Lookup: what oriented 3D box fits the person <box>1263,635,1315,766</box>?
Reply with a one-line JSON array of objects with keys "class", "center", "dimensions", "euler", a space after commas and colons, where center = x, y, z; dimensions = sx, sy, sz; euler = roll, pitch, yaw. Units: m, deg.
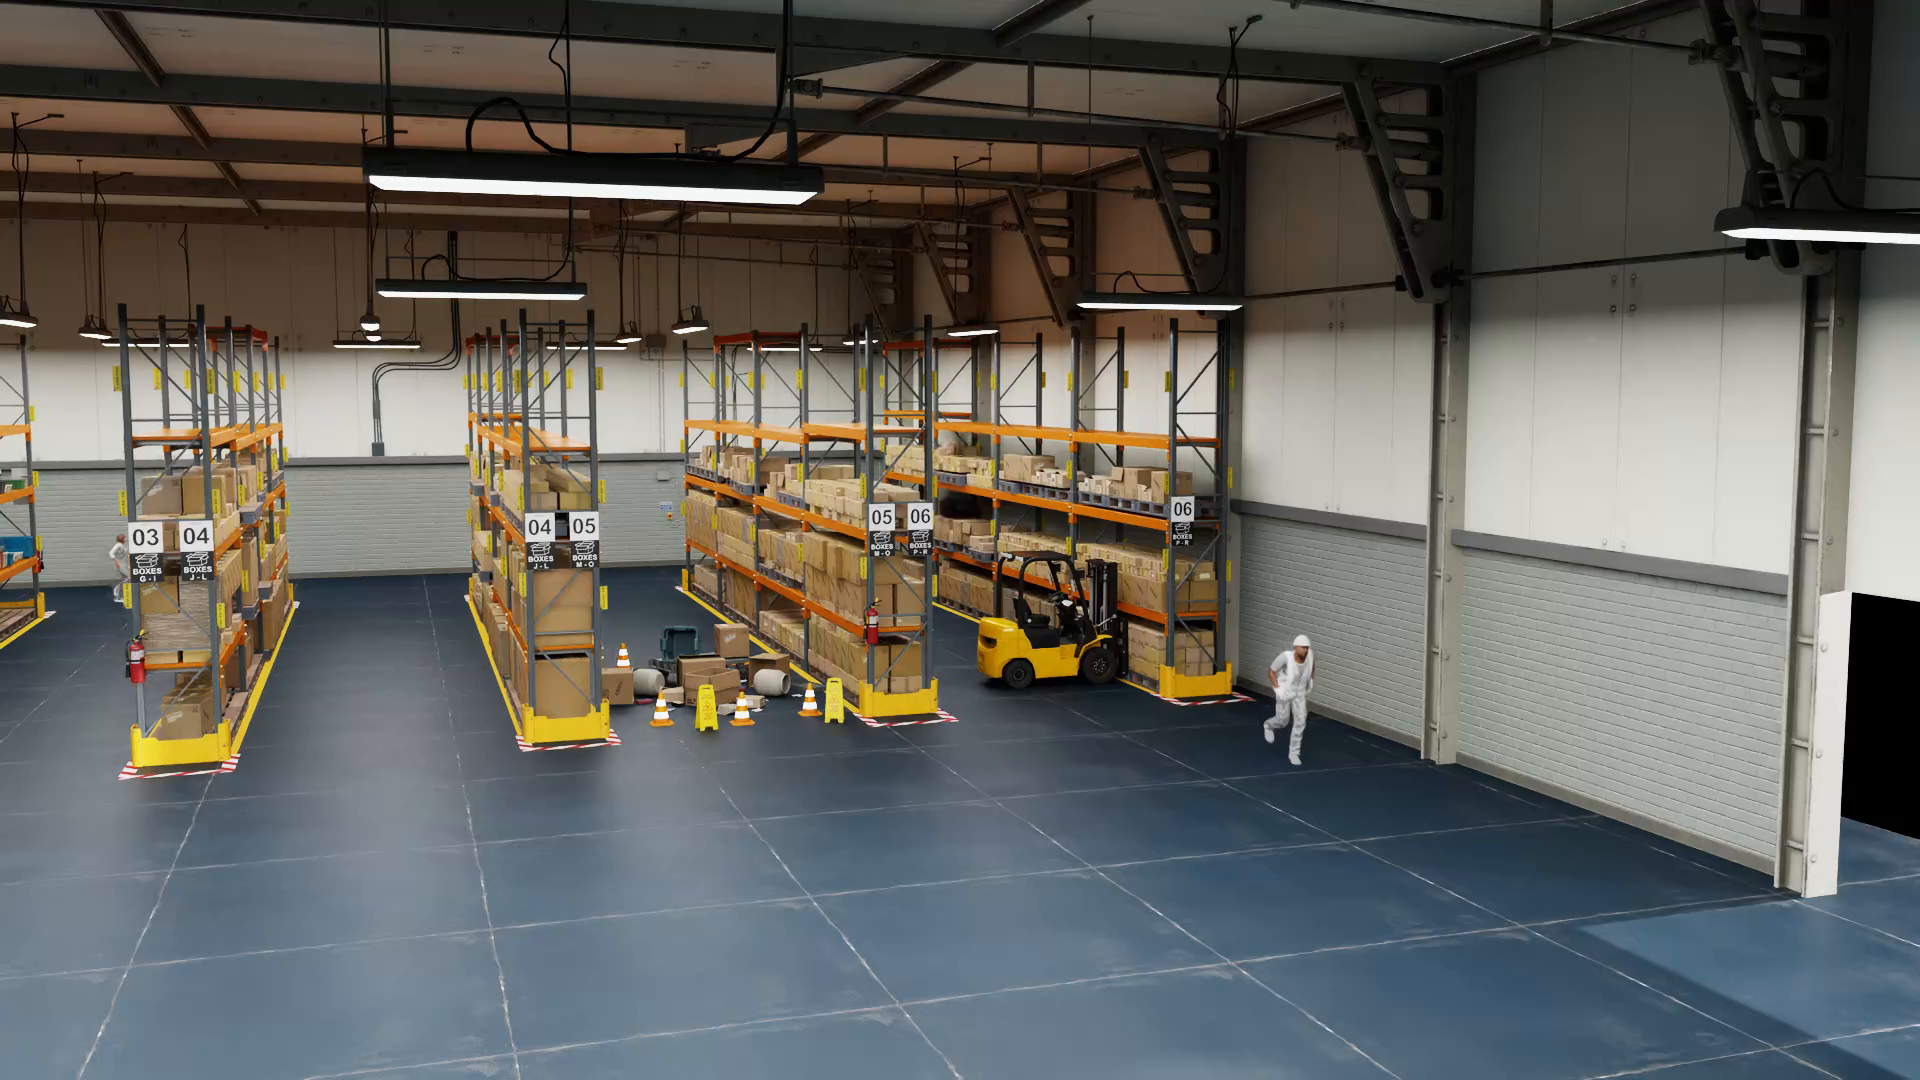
[{"class": "person", "center": [4.369, 2.073, 22.158], "dimensions": [0.694, 1.726, 1.003], "euler": [-2, 6, -23]}]

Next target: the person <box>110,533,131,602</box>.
[{"class": "person", "center": [-19.121, 0.628, 37.995], "dimensions": [0.476, 1.567, 0.573], "euler": [-1, 6, -14]}]
